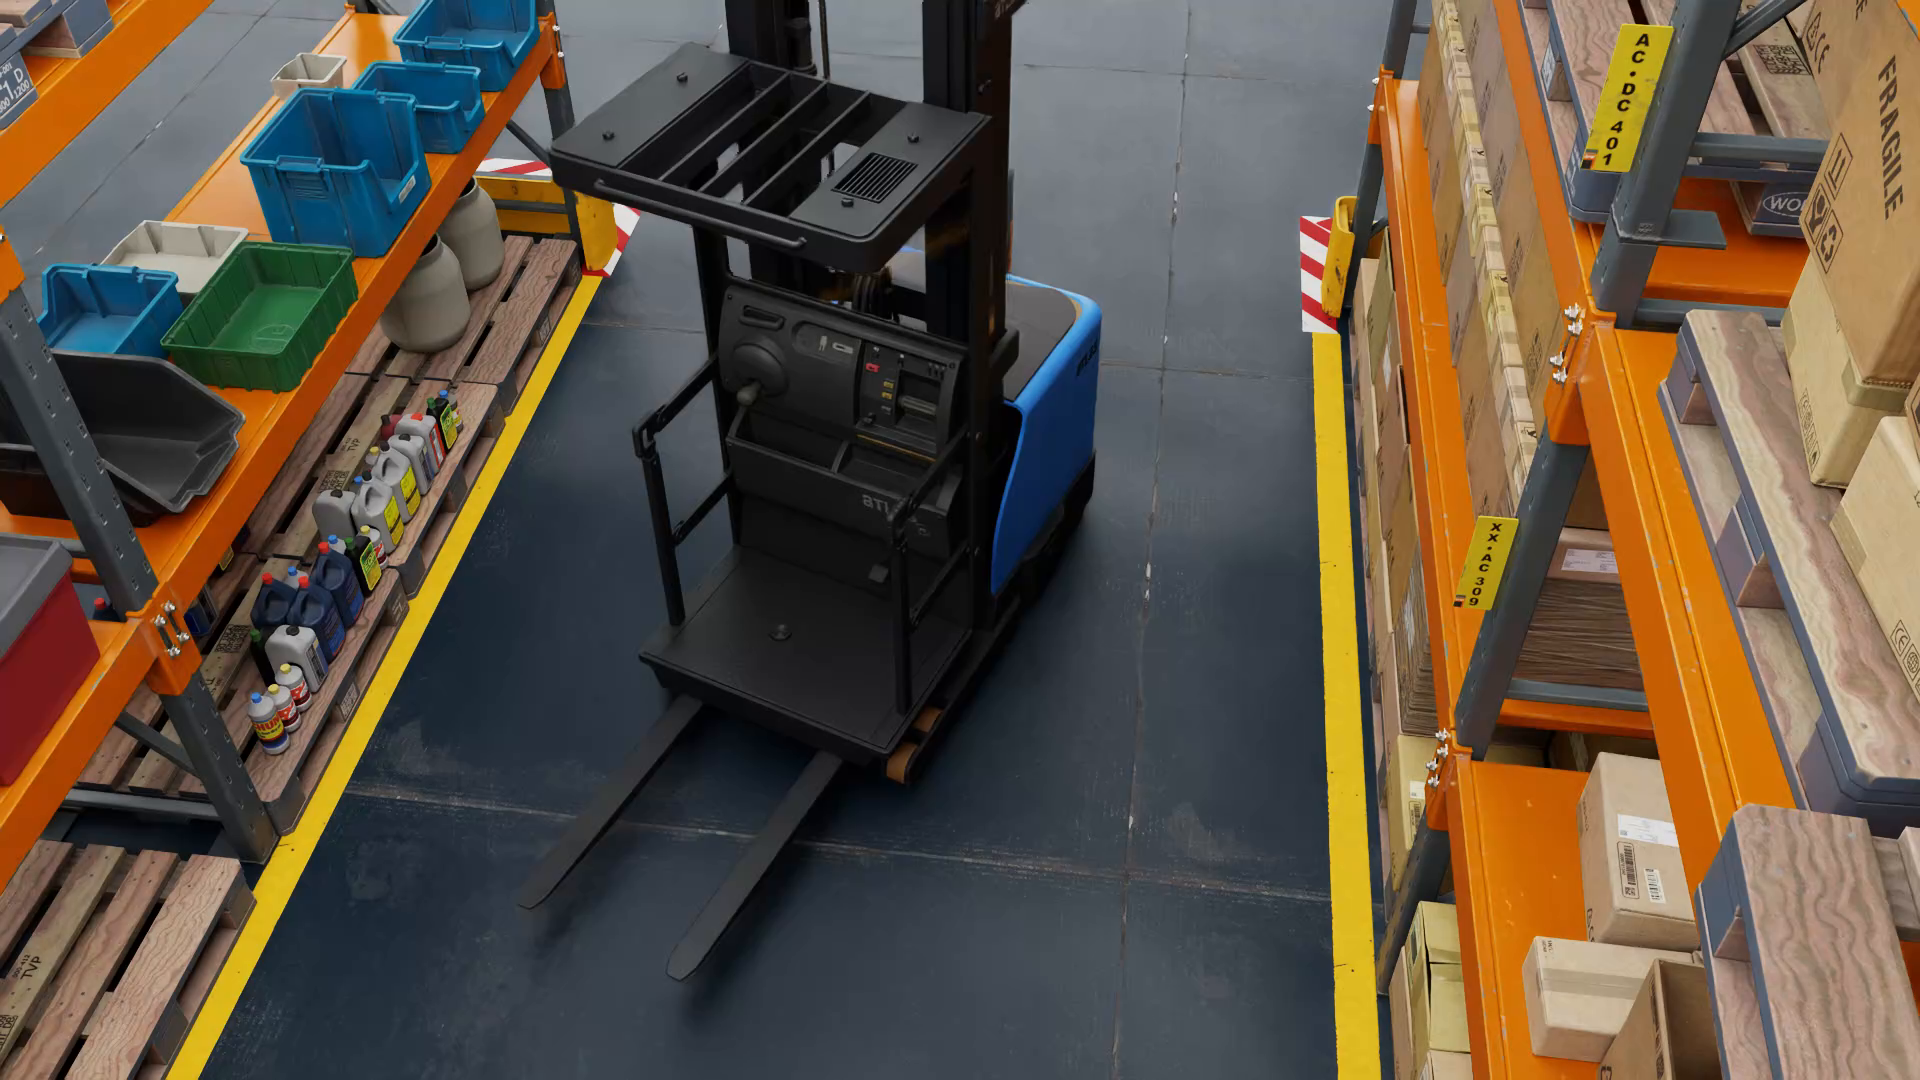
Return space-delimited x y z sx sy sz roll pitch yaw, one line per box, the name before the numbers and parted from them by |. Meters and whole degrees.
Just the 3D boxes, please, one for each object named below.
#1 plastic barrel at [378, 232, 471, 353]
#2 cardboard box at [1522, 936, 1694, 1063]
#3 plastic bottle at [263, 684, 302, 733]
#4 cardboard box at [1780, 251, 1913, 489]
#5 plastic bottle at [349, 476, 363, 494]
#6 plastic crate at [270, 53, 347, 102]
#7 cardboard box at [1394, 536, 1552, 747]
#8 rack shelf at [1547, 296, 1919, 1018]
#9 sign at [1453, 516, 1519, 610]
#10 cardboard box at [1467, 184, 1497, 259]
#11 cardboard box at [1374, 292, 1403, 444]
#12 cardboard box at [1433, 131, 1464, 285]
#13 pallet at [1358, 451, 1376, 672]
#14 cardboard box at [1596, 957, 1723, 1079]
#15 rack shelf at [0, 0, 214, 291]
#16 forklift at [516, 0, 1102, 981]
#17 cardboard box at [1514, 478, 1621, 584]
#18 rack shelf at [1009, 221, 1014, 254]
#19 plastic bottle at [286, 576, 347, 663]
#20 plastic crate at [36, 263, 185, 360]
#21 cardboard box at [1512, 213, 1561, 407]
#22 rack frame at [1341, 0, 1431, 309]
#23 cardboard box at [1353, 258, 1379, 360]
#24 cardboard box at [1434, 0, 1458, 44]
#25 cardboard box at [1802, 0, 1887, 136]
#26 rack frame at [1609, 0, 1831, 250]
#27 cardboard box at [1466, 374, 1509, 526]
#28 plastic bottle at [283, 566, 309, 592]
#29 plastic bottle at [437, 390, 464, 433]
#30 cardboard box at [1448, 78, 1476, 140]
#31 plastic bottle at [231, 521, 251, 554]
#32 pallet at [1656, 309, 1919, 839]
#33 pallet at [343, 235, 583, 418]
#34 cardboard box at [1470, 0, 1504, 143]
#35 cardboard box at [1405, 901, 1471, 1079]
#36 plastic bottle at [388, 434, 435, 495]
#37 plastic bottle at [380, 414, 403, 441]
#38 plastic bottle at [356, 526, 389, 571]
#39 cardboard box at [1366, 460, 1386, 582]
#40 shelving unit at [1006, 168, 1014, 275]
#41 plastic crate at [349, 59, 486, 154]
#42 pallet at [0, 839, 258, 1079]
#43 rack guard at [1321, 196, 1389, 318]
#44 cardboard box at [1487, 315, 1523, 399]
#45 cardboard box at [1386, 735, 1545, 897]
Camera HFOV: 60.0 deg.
plastic barrel | -2.545 -1.176 7.814 0.421 0.512 0.421 0 43 0
cardboard box | 1.593 1.131 4.056 0.380 0.149 0.250 5 44 6
plastic bottle | -2.507 0.612 6.137 0.097 0.201 0.097 0 43 0
cardboard box | 1.822 -0.313 3.021 0.500 0.250 0.500 9 44 10
plastic bottle | -2.498 -0.180 6.974 0.097 0.201 0.097 0 43 0
plastic crate | -2.905 -2.048 7.423 0.298 0.136 0.250 5 44 6
cardboard box | 1.835 0.353 5.845 0.500 0.500 0.500 5 44 6
rack shelf | 1.648 0.990 2.364 1.077 0.370 4.000 5 44 6
sign | 1.362 0.062 4.315 0.100 0.325 0.005 5 44 6
cardboard box | 1.938 -1.068 5.652 0.380 0.149 0.250 7 44 7
cardboard box | 2.033 -0.669 6.924 0.500 0.500 0.500 5 44 6
cardboard box | 2.231 -1.294 6.363 0.700 0.500 0.500 6 44 6
pallet | 2.218 0.095 6.996 1.003 0.211 1.213 5 44 6
cardboard box | 1.725 1.299 3.623 0.500 0.500 0.500 8 44 9
rack shelf | -2.732 -2.189 5.722 1.077 0.370 4.000 5 44 6
forklift | -0.525 -0.499 5.645 1.130 2.935 3.031 19 47 19
cardboard box | 1.736 -0.022 4.547 0.380 0.149 0.250 5 44 5
rack shelf | 0.105 -1.344 7.358 0.258 0.103 0.180 3 26 3
plastic bottle | -2.479 0.292 6.367 0.144 0.351 0.185 6 44 7
plastic crate | -3.119 -0.723 5.940 0.499 0.251 0.616 5 44 6
cardboard box | 2.031 -0.700 4.791 0.700 0.500 0.500 5 44 5
rack frame | 2.442 -2.271 7.467 1.000 3.000 0.127 5 44 6
cardboard box | 2.150 -1.080 7.903 0.500 0.250 0.500 5 44 6
cardboard box | 2.144 -2.115 6.758 0.380 0.149 0.250 4 44 4
cardboard box | 2.241 -1.193 3.667 0.500 0.500 0.500 9 44 9
rack frame | 1.913 -1.724 2.525 1.000 3.000 0.127 5 44 6
cardboard box | 2.028 -0.244 5.254 0.700 0.500 0.500 5 44 5
plastic bottle | -2.579 0.211 6.510 0.097 0.271 0.097 0 43 0
plastic bottle | -2.276 -0.576 7.392 0.097 0.201 0.097 0 43 0
cardboard box | 2.041 -1.591 6.205 0.380 0.149 0.250 4 44 4
plastic bottle | -2.998 -0.088 6.817 0.061 0.283 0.133 5 44 6
pallet | 1.809 0.037 2.986 0.805 0.209 1.217 4 44 4
pallet | -2.544 -1.102 8.261 1.003 0.211 1.213 5 44 6
cardboard box | 2.230 -1.723 5.872 0.700 0.500 0.500 5 44 6
cardboard box | 1.611 1.356 4.923 0.500 0.311 0.500 5 44 6
plastic bottle | -2.355 -0.339 7.088 0.152 0.276 0.135 4 44 4
plastic bottle | -2.442 -0.446 7.195 0.061 0.283 0.133 5 44 6
plastic bottle | -2.393 0.027 6.756 0.097 0.201 0.097 0 43 0
cardboard box | 1.950 -0.058 6.824 0.500 0.250 0.500 5 44 6
shelving unit | 0.097 -1.060 7.495 0.258 1.200 0.189 3 26 3
plastic crate | -2.329 -1.860 7.141 0.499 0.251 0.408 5 44 6
pallet | -3.062 1.553 5.456 1.003 0.211 1.213 5 44 6
rack guard | 2.445 -1.380 8.344 1.175 0.500 0.348 5 44 6
cardboard box | 1.837 -0.548 5.102 0.380 0.149 0.250 5 44 5
cardboard box | 1.757 0.965 5.744 0.500 0.250 0.500 5 44 6
